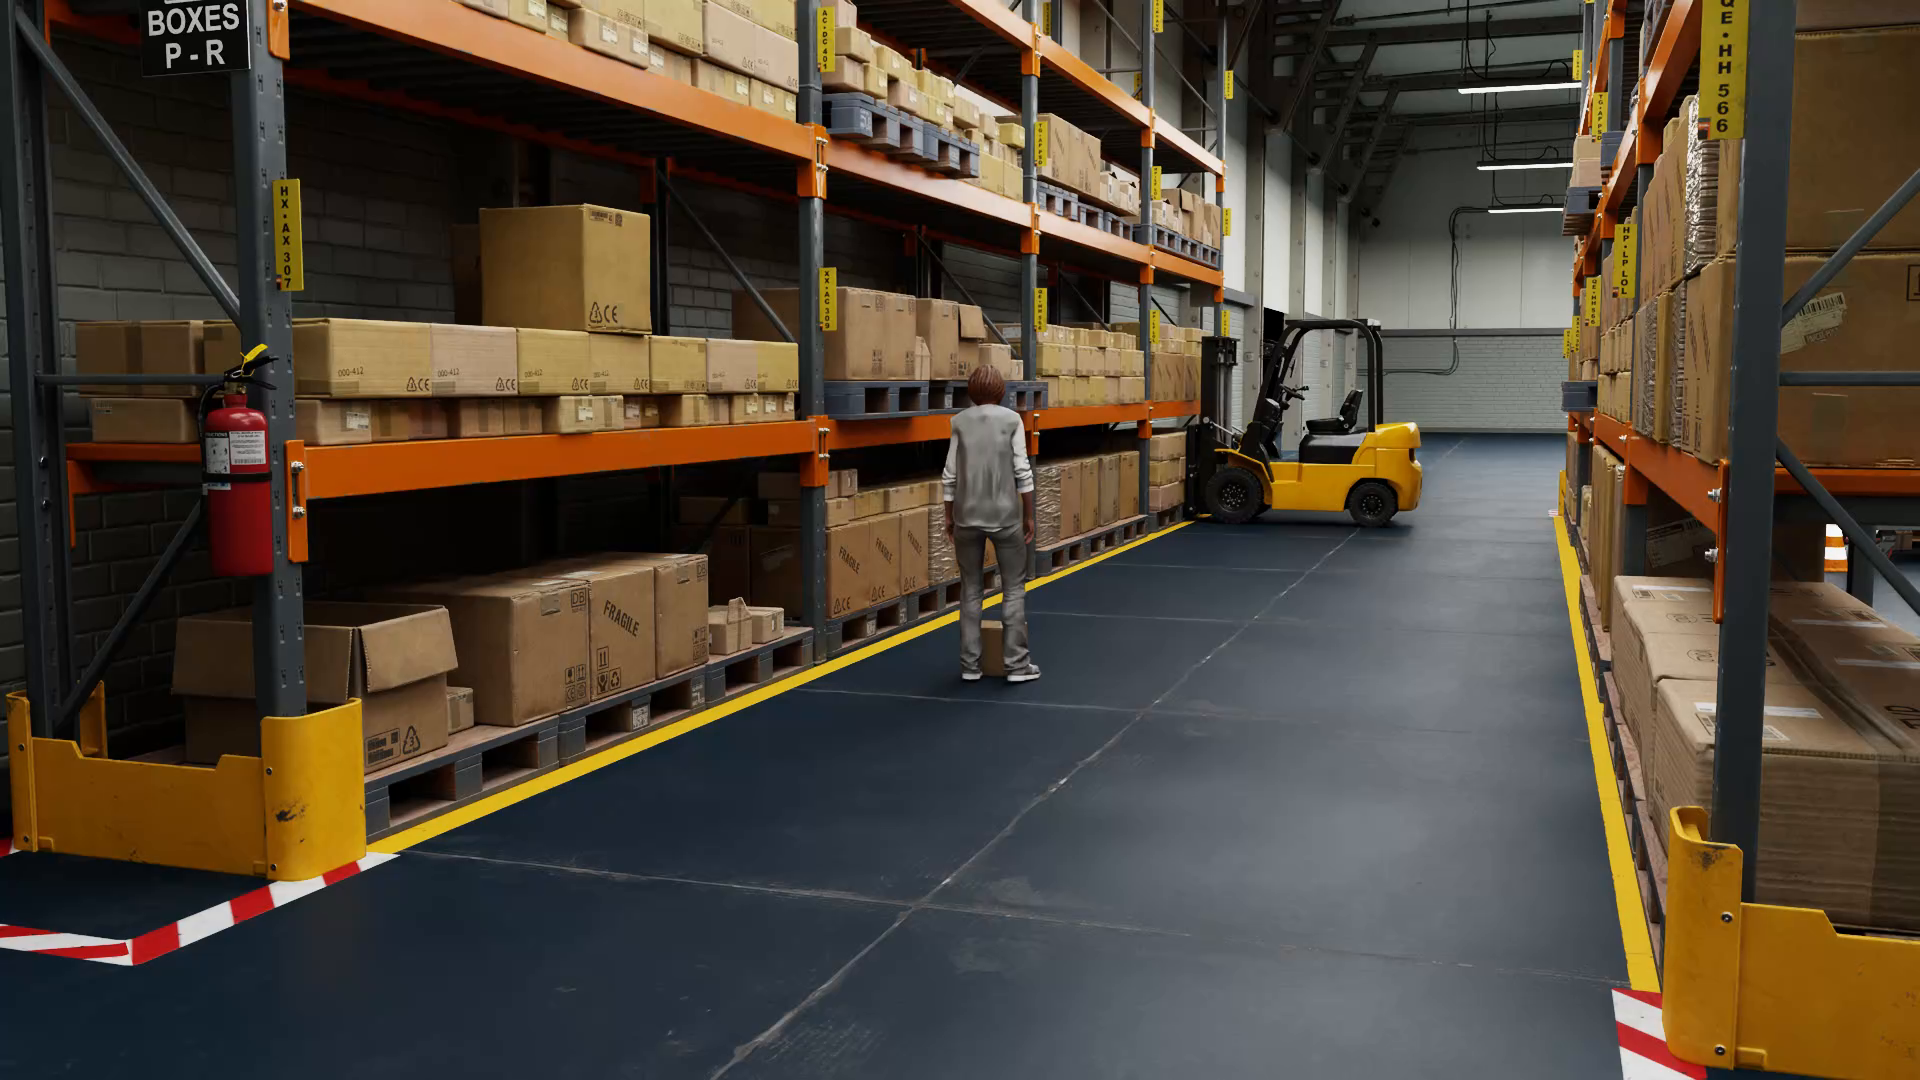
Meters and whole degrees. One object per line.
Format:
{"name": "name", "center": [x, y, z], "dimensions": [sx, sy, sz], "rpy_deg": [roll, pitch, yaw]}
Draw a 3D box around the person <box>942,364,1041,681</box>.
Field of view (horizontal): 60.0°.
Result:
{"name": "person", "center": [0.150, -0.083, 8.340], "dimensions": [0.485, 1.592, 0.347], "rpy_deg": [1, 6, 12]}
